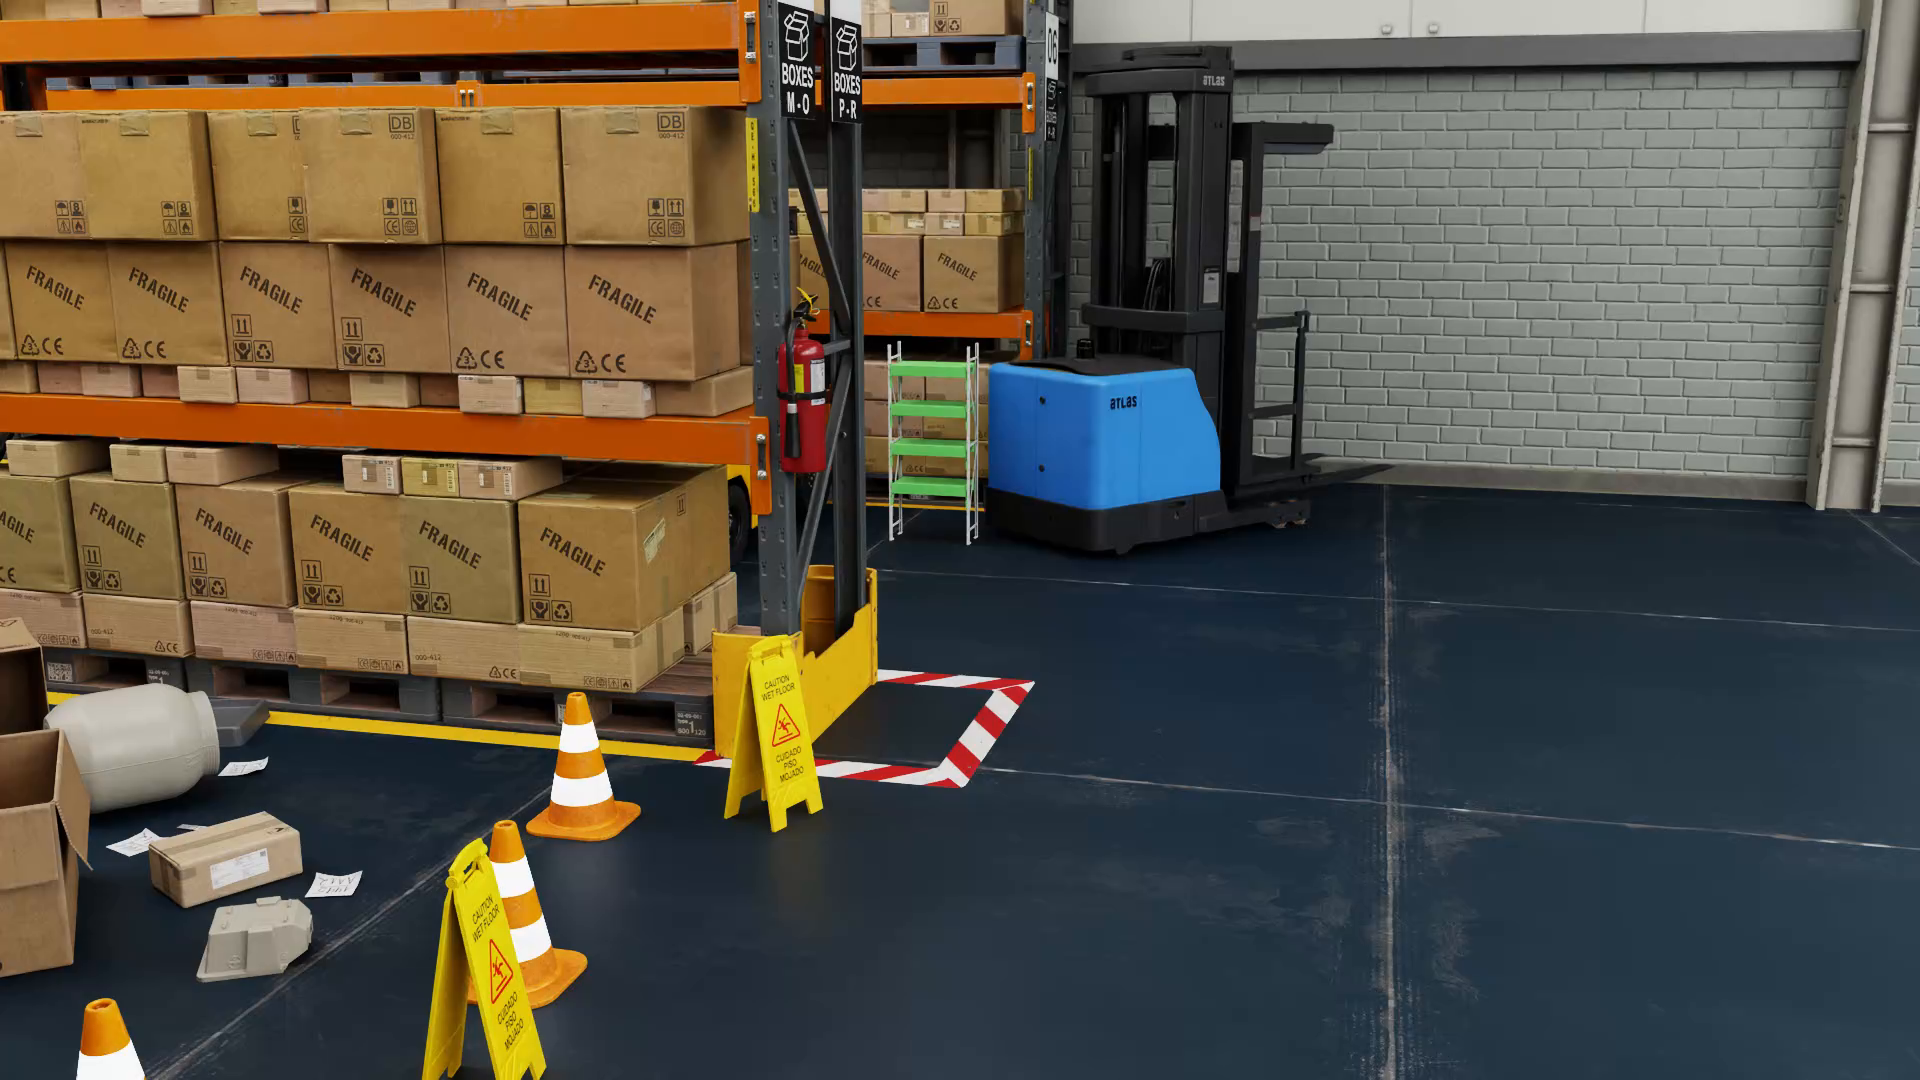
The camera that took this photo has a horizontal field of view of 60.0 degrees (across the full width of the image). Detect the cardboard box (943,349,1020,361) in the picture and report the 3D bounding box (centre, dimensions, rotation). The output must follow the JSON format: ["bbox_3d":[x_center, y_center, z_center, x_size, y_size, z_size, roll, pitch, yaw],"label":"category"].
[{"bbox_3d":[0.178,-1.192,11.749,0.500,0.250,0.500,3,13,13],"label":"cardboard box"}]

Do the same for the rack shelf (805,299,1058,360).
[{"bbox_3d":[-1.342,-1.529,11.859,4.000,0.370,1.077,3,13,14],"label":"rack shelf"}]

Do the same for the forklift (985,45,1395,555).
[{"bbox_3d":[1.626,-1.580,10.590,3.031,2.935,1.130,-10,16,-37],"label":"forklift"}]

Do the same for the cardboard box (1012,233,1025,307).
[{"bbox_3d":[0.185,-1.909,11.682,0.500,0.500,0.500,3,13,15],"label":"cardboard box"}]

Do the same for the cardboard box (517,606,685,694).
[{"bbox_3d":[-1.459,0.419,6.800,0.500,0.250,0.500,3,13,13],"label":"cardboard box"}]

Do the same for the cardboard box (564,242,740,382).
[{"bbox_3d":[-1.179,-0.896,6.431,0.500,0.500,0.500,3,13,13],"label":"cardboard box"}]

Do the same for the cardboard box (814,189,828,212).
[{"bbox_3d":[-0.810,-2.294,11.232,0.250,0.149,0.380,3,13,15],"label":"cardboard box"}]

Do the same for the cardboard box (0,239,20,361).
[{"bbox_3d":[-4.110,-1.052,7.133,0.500,0.500,0.500,3,13,13],"label":"cardboard box"}]

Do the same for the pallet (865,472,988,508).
[{"bbox_3d":[-0.153,-0.446,11.755,1.213,0.211,1.003,3,13,14],"label":"pallet"}]

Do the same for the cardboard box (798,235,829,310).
[{"bbox_3d":[-0.941,-1.851,11.419,0.500,0.500,0.500,3,13,12],"label":"cardboard box"}]

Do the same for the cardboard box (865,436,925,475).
[{"bbox_3d":[-0.413,-0.624,11.502,0.500,0.250,0.500,3,13,14],"label":"cardboard box"}]

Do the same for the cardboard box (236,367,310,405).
[{"bbox_3d":[-2.750,-0.658,6.852,0.250,0.149,0.380,3,13,13],"label":"cardboard box"}]

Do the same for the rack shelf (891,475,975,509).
[{"bbox_3d":[-0.161,-0.298,10.208,0.480,0.148,0.258,3,13,14],"label":"rack shelf"}]

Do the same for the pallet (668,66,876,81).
[{"bbox_3d":[-1.269,-3.302,11.471,1.213,0.211,1.003,3,13,14],"label":"pallet"}]

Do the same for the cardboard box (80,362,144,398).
[{"bbox_3d":[-3.486,-0.703,7.059,0.250,0.149,0.380,3,13,15],"label":"cardboard box"}]

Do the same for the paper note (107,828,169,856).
[{"bbox_3d":[-2.770,1.017,5.606,0.142,0.019,0.148,8,15,33],"label":"paper note"}]

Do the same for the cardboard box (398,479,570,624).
[{"bbox_3d":[-1.934,0.026,6.838,0.500,0.500,0.500,4,13,16],"label":"cardboard box"}]

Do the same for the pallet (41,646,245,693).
[{"bbox_3d":[-3.809,0.449,7.722,1.213,0.211,1.003,3,13,14],"label":"pallet"}]

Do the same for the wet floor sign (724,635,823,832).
[{"bbox_3d":[-0.658,0.652,5.804,0.232,0.644,0.267,8,15,33],"label":"wet floor sign"}]

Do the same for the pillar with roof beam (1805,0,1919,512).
[{"bbox_3d":[4.933,-3.714,6.197,0.400,9.000,9.100,3,13,14],"label":"pillar with roof beam"}]

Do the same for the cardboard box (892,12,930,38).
[{"bbox_3d":[-0.278,-3.351,10.865,0.250,0.149,0.380,3,13,12],"label":"cardboard box"}]

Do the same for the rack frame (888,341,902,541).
[{"bbox_3d":[-0.398,-0.607,10.200,0.015,1.200,0.240,3,13,14],"label":"rack frame"}]

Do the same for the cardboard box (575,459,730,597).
[{"bbox_3d":[-1.327,-0.062,7.235,0.500,0.500,0.500,3,13,12],"label":"cardboard box"}]

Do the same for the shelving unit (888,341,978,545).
[{"bbox_3d":[-0.161,-0.594,10.142,0.503,1.200,0.258,3,13,14],"label":"shelving unit"}]

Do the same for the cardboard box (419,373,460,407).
[{"bbox_3d":[-1.989,-0.641,6.779,0.250,0.149,0.380,3,13,14],"label":"cardboard box"}]

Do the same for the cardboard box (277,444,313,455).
[{"bbox_3d":[-3.337,-0.168,7.713,0.500,0.500,0.500,3,13,15],"label":"cardboard box"}]

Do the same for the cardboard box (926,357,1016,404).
[{"bbox_3d":[0.077,-1.085,11.270,0.500,0.250,0.500,4,13,15],"label":"cardboard box"}]

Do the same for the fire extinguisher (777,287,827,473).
[{"bbox_3d":[-0.586,-0.591,6.153,0.183,0.674,0.296,3,13,14],"label":"fire extinguisher"}]

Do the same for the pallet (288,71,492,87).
[{"bbox_3d":[-4.144,-3.398,12.139,1.217,0.209,0.805,3,13,11],"label":"pallet"}]

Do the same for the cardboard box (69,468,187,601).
[{"bbox_3d":[-3.439,-0.056,7.207,0.500,0.500,0.500,4,13,16],"label":"cardboard box"}]

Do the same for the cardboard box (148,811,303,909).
[{"bbox_3d":[-2.342,1.017,5.308,0.250,0.149,0.380,12,17,43],"label":"cardboard box"}]

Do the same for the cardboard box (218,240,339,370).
[{"bbox_3d":[-2.637,-0.980,6.809,0.500,0.500,0.500,3,13,14],"label":"cardboard box"}]

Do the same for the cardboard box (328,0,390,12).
[{"bbox_3d":[-2.236,-2.106,6.455,0.250,0.149,0.380,3,13,12],"label":"cardboard box"}]

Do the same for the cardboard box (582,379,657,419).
[{"bbox_3d":[-1.273,-0.574,6.474,0.250,0.149,0.380,3,13,13],"label":"cardboard box"}]

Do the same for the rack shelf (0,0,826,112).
[{"bbox_3d":[-2.528,-1.949,6.829,4.000,0.370,1.077,3,13,14],"label":"rack shelf"}]

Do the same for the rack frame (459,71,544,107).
[{"bbox_3d":[-3.284,-1.984,12.249,0.127,3.000,1.000,3,13,14],"label":"rack frame"}]

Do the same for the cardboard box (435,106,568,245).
[{"bbox_3d":[-1.624,-1.423,6.495,0.500,0.500,0.700,3,13,14],"label":"cardboard box"}]

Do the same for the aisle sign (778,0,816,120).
[{"bbox_3d":[-0.596,-1.937,6.037,0.004,0.787,0.394,3,13,14],"label":"aisle sign"}]

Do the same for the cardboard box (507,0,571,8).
[{"bbox_3d":[-1.499,-2.060,6.250,0.250,0.149,0.380,3,13,15],"label":"cardboard box"}]

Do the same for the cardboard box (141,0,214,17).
[{"bbox_3d":[-2.995,-2.128,6.556,0.250,0.149,0.380,3,13,12],"label":"cardboard box"}]

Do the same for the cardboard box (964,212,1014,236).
[{"bbox_3d":[0.196,-2.101,11.048,0.250,0.149,0.380,3,13,14],"label":"cardboard box"}]

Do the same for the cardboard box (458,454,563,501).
[{"bbox_3d":[-1.799,-0.269,6.671,0.250,0.149,0.380,3,13,15],"label":"cardboard box"}]

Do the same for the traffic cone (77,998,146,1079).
[{"bbox_3d":[-1.850,1.226,3.637,0.334,0.463,0.336,3,13,14],"label":"traffic cone"}]

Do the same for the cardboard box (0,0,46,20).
[{"bbox_3d":[-3.718,-2.199,6.873,0.250,0.149,0.380,3,13,14],"label":"cardboard box"}]

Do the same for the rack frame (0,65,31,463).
[{"bbox_3d":[-4.470,-0.940,7.543,0.127,3.000,1.000,3,13,14],"label":"rack frame"}]

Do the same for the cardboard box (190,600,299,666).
[{"bbox_3d":[-2.925,0.337,7.166,0.500,0.250,0.500,3,13,13],"label":"cardboard box"}]

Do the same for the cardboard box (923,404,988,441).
[{"bbox_3d":[0.052,-0.842,11.329,0.500,0.250,0.500,3,13,13],"label":"cardboard box"}]

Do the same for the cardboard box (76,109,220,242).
[{"bbox_3d":[-3.123,-1.490,6.800,0.500,0.500,0.700,3,13,12],"label":"cardboard box"}]

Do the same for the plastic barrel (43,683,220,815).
[{"bbox_3d":[-2.954,0.737,5.935,0.512,0.421,0.421,-9,15,-35],"label":"plastic barrel"}]

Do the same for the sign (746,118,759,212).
[{"bbox_3d":[-0.739,-1.336,5.927,0.005,0.325,0.100,3,13,14],"label":"sign"}]

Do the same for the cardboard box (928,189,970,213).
[{"bbox_3d":[-0.046,-2.267,11.112,0.250,0.149,0.380,3,13,14],"label":"cardboard box"}]

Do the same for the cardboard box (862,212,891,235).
[{"bbox_3d":[-0.535,-2.149,11.267,0.250,0.149,0.380,3,13,13],"label":"cardboard box"}]

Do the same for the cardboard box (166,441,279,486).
[{"bbox_3d":[-3.093,-0.339,6.986,0.250,0.149,0.380,4,13,17],"label":"cardboard box"}]
